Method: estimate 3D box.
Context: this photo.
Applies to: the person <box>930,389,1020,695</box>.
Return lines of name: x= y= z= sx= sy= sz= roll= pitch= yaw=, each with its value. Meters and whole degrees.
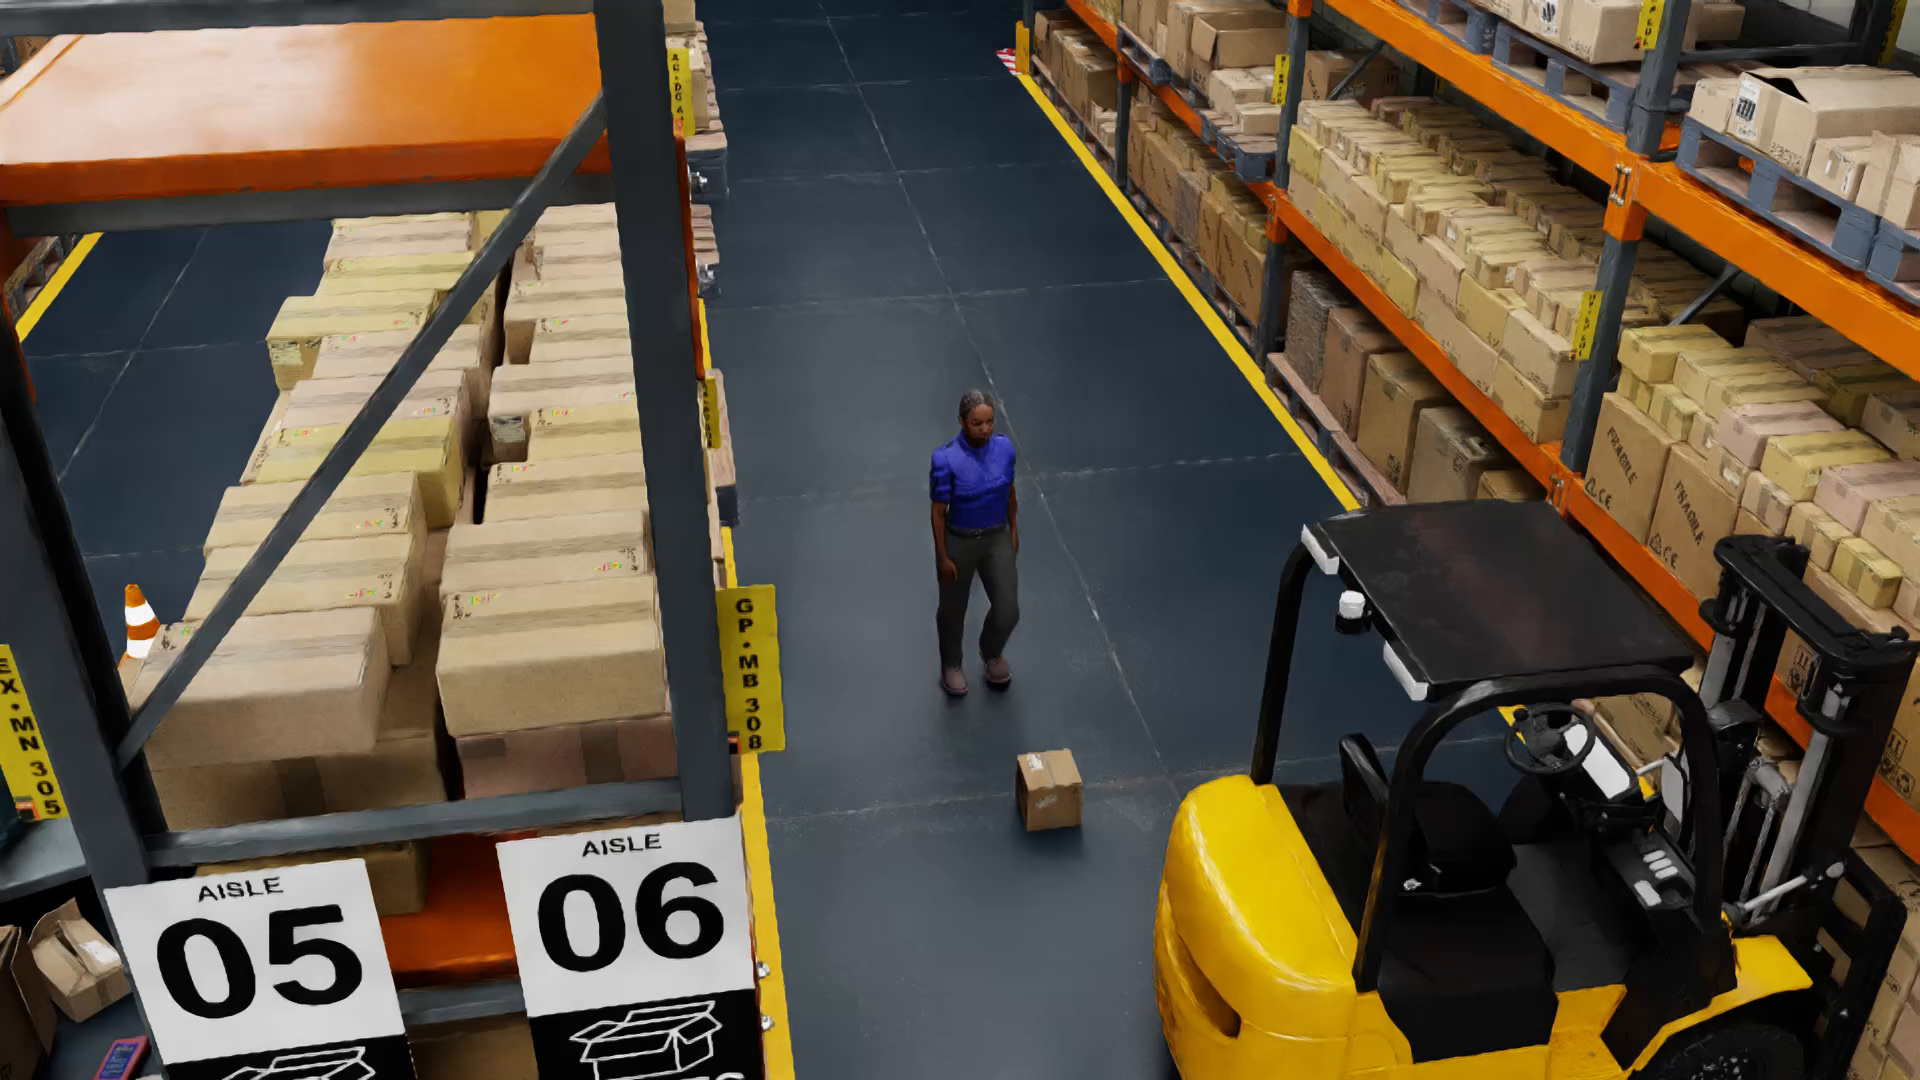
person: x=0.085 y=0.022 z=8.086 sx=0.490 sy=1.638 sz=0.403 roll=-12 pitch=33 yaw=-20
